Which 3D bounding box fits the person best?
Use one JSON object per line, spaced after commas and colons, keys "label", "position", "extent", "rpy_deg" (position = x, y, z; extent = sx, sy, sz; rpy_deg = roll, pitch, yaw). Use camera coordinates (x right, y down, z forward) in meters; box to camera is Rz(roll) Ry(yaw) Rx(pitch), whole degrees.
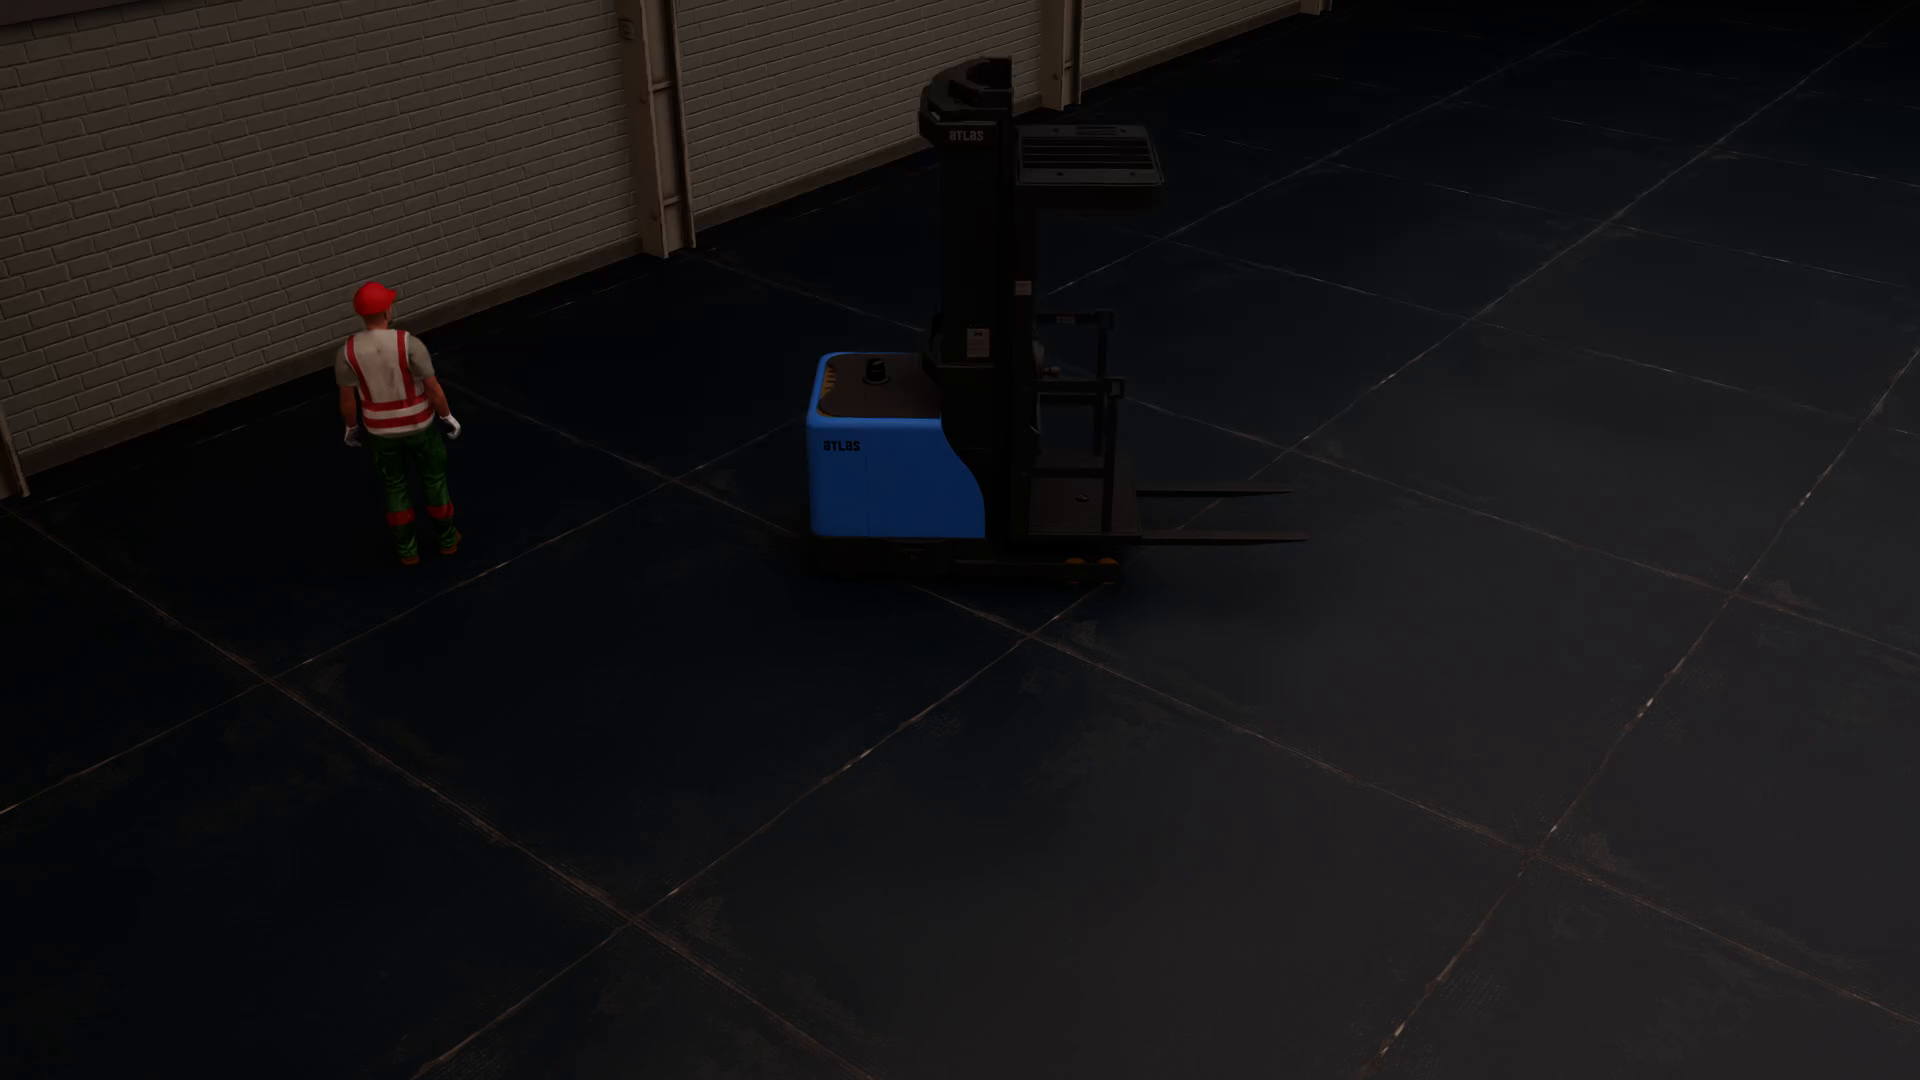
{"label": "person", "position": [-3.334, -0.703, 9.935], "extent": [0.671, 1.791, 0.403], "rpy_deg": [-6, 31, -11]}

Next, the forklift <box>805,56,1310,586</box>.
{"label": "forklift", "position": [0.611, -1.262, 9.754], "extent": [3.031, 2.935, 1.130], "rpy_deg": [1, 30, 1]}
